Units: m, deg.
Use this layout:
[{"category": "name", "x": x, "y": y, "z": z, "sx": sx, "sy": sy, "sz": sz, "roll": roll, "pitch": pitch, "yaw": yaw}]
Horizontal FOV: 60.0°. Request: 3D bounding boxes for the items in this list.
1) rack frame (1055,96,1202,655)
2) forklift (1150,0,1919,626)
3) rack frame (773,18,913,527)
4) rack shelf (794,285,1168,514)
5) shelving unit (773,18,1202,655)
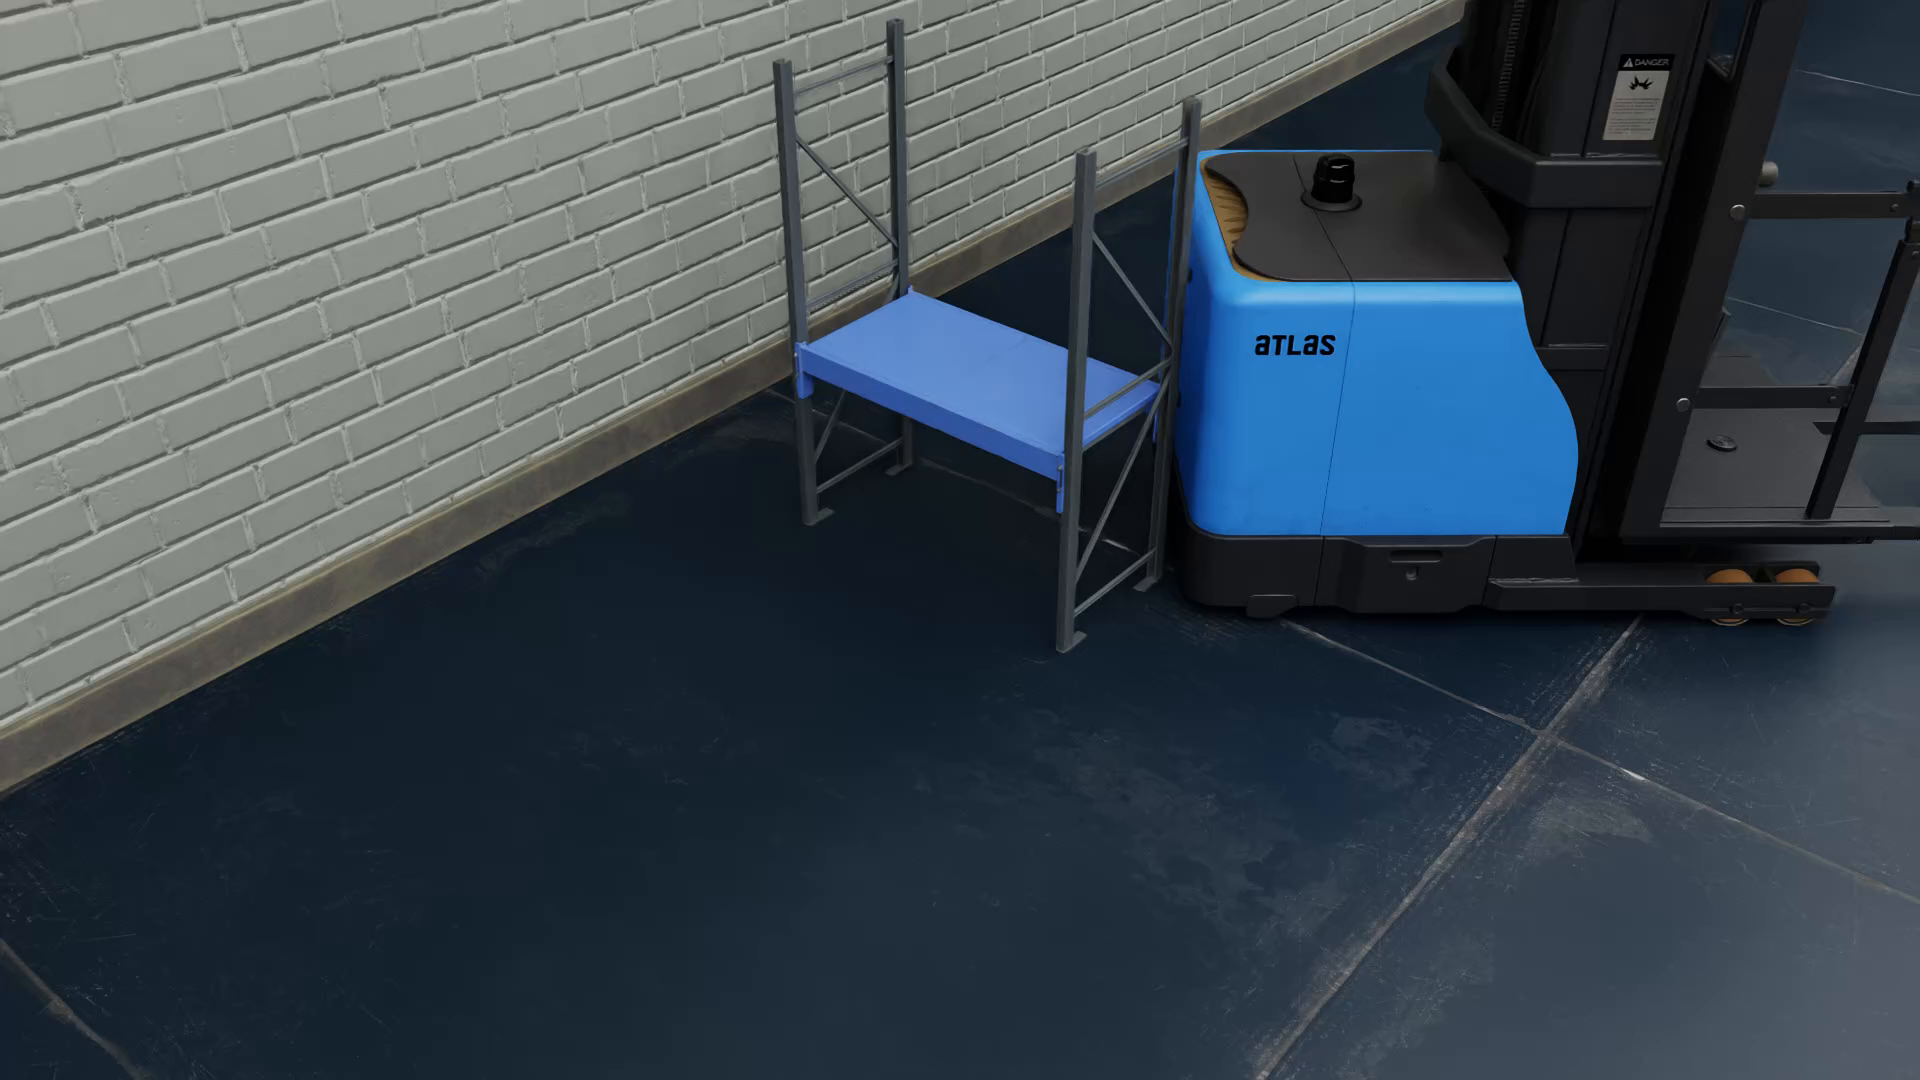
[{"category": "rack frame", "x": 0.446, "y": -0.403, "z": 4.512, "sx": 0.032, "sy": 1.500, "sz": 0.500, "roll": 25, "pitch": 42, "yaw": 32}, {"category": "forklift", "x": 2.162, "y": -1.258, "z": 4.493, "sx": 3.031, "sy": 2.935, "sz": 1.130, "roll": 0, "pitch": 34, "yaw": 0}, {"category": "rack frame", "x": -0.333, "y": -0.772, "z": 5.050, "sx": 0.032, "sy": 1.500, "sz": 0.500, "roll": 25, "pitch": 42, "yaw": 32}, {"category": "rack shelf", "x": 0.057, "y": -0.439, "z": 4.883, "sx": 1.000, "sy": 0.185, "sz": 0.538, "roll": 25, "pitch": 42, "yaw": 32}, {"category": "shelving unit", "x": 0.057, "y": -0.588, "z": 4.781, "sx": 1.048, "sy": 1.500, "sz": 0.538, "roll": 25, "pitch": 42, "yaw": 32}]
